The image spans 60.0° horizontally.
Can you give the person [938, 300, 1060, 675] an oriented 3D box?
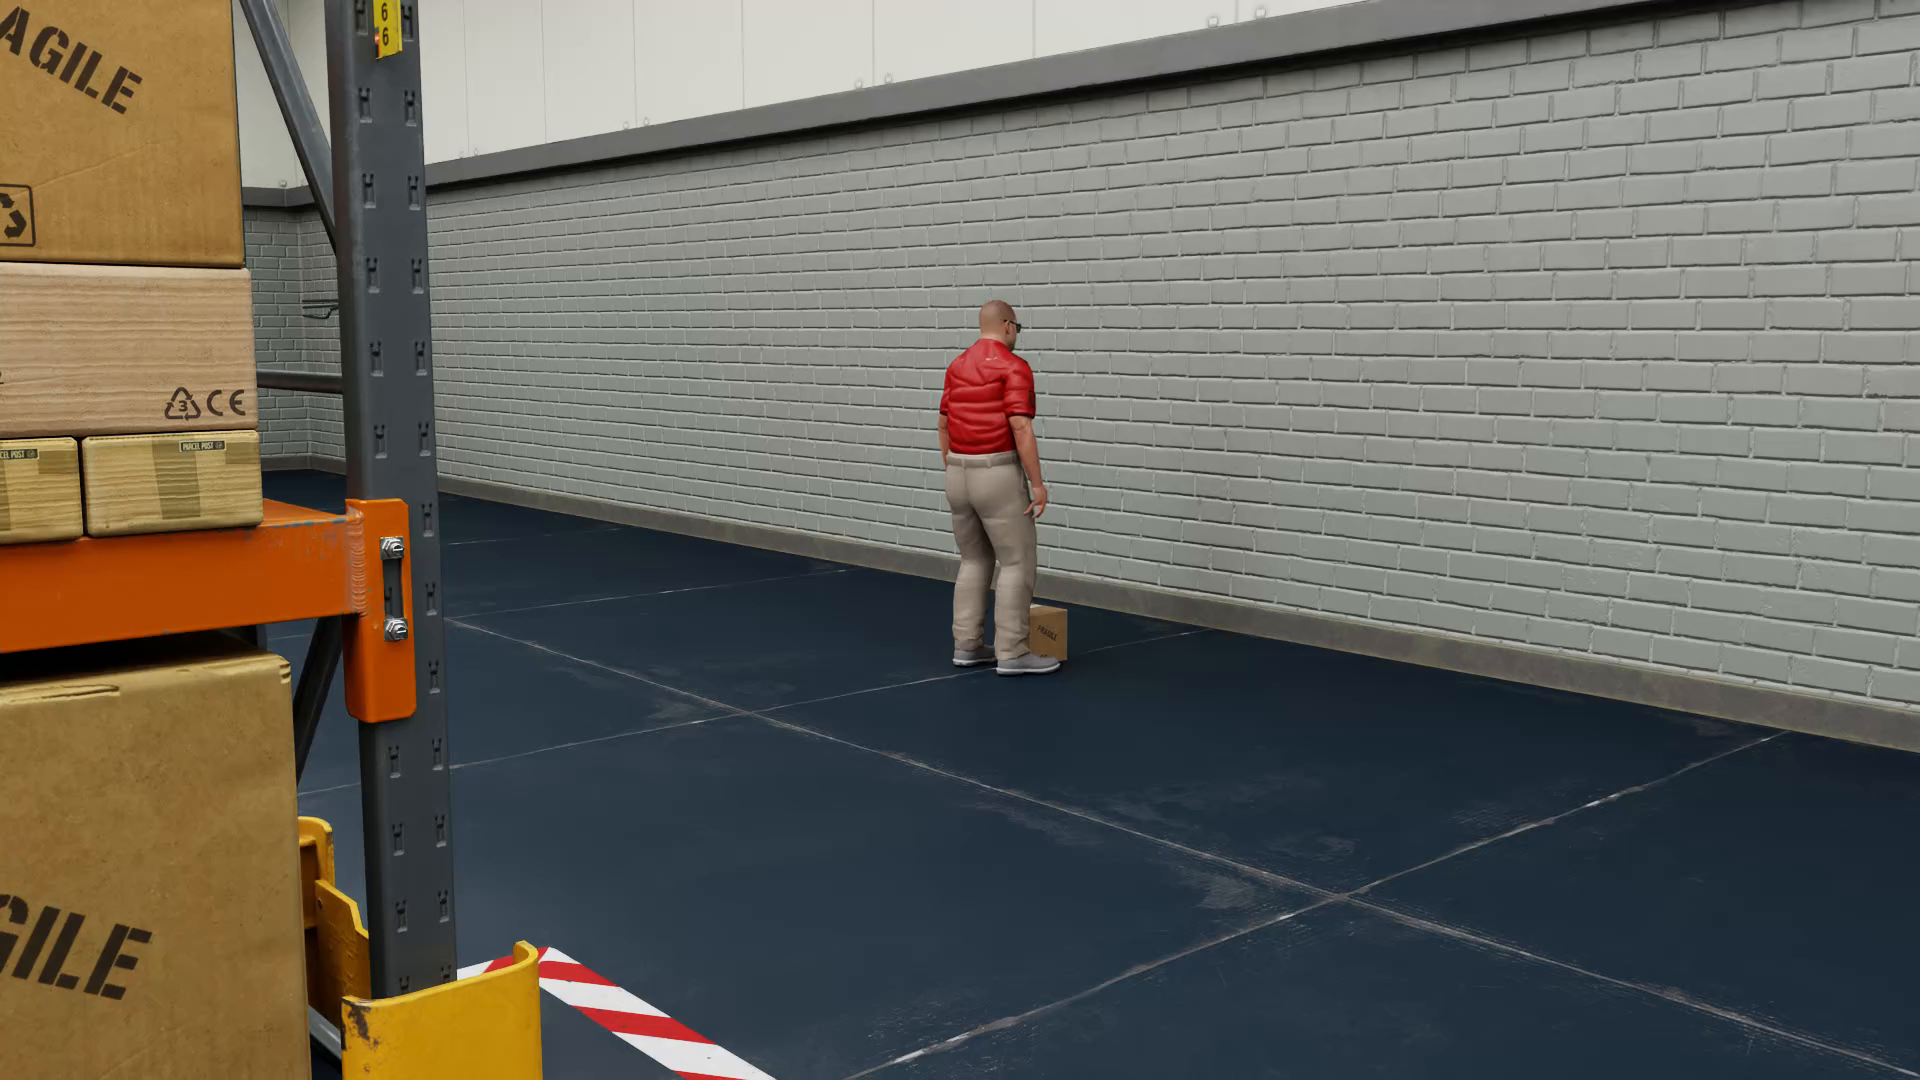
[{"bbox_3d":[0.153,-0.254,7.798,0.385,1.728,0.605,-7,10,-44],"label":"person"}]
